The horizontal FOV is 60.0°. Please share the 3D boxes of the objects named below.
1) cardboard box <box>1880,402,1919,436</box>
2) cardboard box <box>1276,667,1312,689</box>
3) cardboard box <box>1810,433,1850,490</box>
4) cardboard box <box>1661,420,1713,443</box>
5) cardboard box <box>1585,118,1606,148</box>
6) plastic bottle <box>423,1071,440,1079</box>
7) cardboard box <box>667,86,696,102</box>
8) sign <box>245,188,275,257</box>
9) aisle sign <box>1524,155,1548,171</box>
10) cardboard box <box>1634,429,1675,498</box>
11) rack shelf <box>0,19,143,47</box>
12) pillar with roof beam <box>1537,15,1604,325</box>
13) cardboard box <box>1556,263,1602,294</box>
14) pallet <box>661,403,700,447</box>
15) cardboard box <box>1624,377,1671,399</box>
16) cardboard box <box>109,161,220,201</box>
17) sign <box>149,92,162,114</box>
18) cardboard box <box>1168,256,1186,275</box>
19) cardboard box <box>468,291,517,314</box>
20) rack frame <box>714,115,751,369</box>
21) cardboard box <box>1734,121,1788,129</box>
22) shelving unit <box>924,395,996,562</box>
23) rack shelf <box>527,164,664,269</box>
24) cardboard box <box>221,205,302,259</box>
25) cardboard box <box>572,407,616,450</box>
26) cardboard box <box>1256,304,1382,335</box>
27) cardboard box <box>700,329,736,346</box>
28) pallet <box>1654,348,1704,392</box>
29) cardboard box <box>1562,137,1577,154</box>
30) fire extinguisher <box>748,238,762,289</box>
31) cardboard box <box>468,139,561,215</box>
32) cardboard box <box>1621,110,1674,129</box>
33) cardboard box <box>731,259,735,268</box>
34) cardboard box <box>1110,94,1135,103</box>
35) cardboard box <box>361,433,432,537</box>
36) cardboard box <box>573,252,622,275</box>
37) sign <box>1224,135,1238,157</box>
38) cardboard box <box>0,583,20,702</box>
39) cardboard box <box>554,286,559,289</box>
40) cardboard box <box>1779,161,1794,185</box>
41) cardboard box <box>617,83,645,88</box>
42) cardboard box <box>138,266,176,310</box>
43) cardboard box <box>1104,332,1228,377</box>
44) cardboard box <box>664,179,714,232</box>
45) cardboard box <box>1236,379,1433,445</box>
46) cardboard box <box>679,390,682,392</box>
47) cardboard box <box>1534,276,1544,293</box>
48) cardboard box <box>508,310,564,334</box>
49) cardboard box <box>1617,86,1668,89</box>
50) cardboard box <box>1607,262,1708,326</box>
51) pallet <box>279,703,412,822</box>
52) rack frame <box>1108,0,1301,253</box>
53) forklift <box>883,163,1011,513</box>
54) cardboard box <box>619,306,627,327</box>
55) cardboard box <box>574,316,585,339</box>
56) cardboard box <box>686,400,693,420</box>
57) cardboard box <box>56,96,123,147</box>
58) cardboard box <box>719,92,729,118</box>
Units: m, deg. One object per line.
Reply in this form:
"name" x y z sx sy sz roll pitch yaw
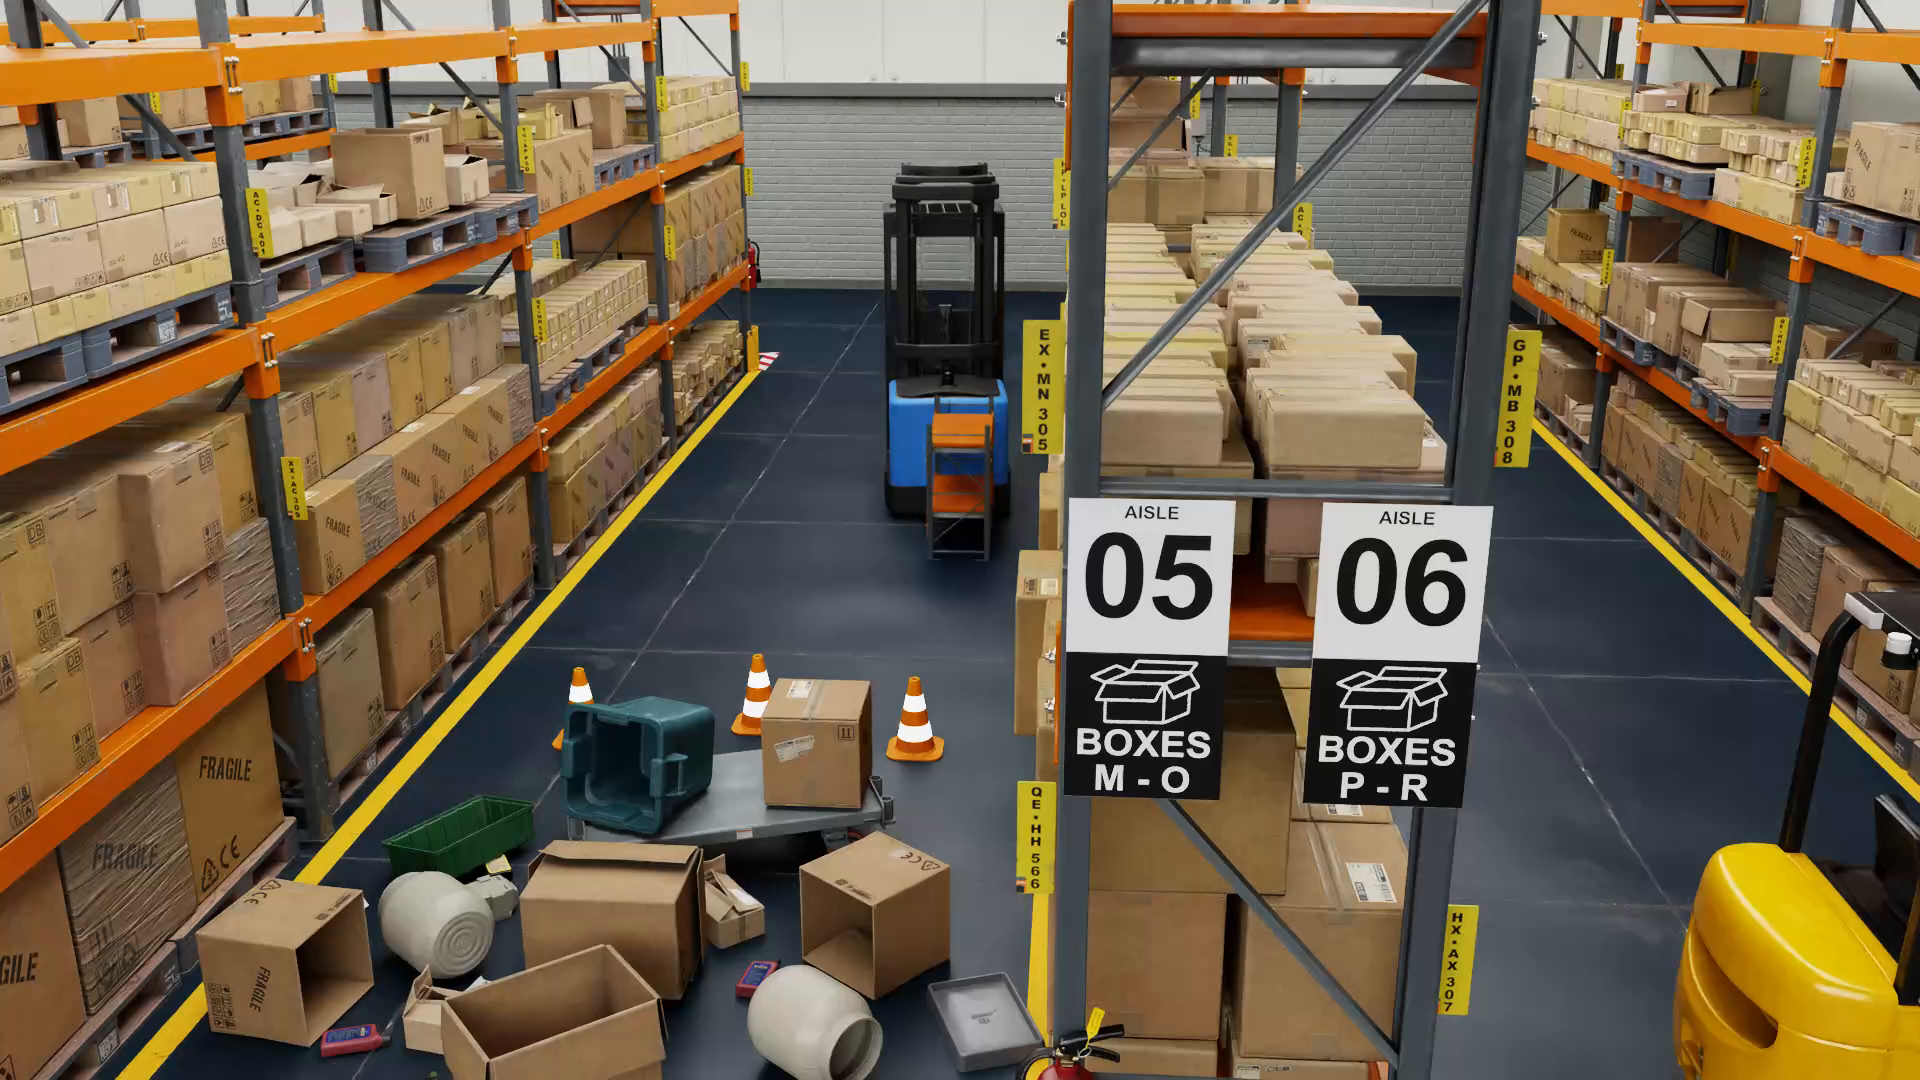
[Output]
"cardboard box" 5.878 -0.737 10.152 0.380 0.149 0.250 2 18 5
"cardboard box" 1.160 0.693 6.352 0.500 0.500 0.500 1 18 3
"cardboard box" 5.960 -0.515 10.918 0.500 0.250 0.500 1 18 3
"cardboard box" 6.241 -0.925 14.225 0.380 0.149 0.250 2 18 6
"cardboard box" 6.375 -3.930 16.044 0.500 0.250 0.500 1 18 2
"plastic bottle" -2.205 2.289 6.838 0.133 0.061 0.283 -5 19 -15
"cardboard box" -2.928 -4.579 17.061 0.380 0.149 0.250 2 18 7
"sign" -3.353 -1.518 7.963 0.100 0.325 0.005 1 18 4
"aisle sign" 6.562 -4.622 19.038 0.394 0.787 0.004 1 18 4
"cardboard box" 6.235 -0.663 14.469 0.500 0.500 0.500 1 18 2
"rack shelf" -8.416 -4.146 13.921 1.077 0.370 4.000 1 18 4
"pillar with roof beam" 3.648 -7.124 21.211 9.100 9.000 0.400 1 18 4
"cardboard box" 6.426 -2.661 16.990 0.500 0.250 0.500 1 18 4
"pallet" -3.320 -1.190 17.216 1.003 0.211 1.213 1 18 4
"cardboard box" 6.301 -1.391 15.172 0.380 0.149 0.250 0 18 1
"cardboard box" -3.615 -1.632 7.558 0.380 0.149 0.250 1 18 3
"sign" -7.731 -4.259 15.952 0.100 0.325 0.005 1 18 4
"cardboard box" 0.734 -1.107 7.430 0.500 0.250 0.500 1 18 3
"cardboard box" -3.947 -1.990 13.953 0.380 0.149 0.250 2 18 7
"rack frame" -3.046 -3.548 19.934 1.000 3.000 0.127 1 18 4
"cardboard box" 6.514 -3.315 13.497 0.380 0.149 0.250 1 18 4
"shelving unit" 0.011 -0.525 13.718 0.538 1.125 1.048 1 18 3
"rack shelf" -3.476 -2.768 13.892 1.077 0.370 4.000 1 18 4
"cardboard box" -3.614 -1.612 8.588 0.258 0.266 0.396 1 18 3
"cardboard box" -3.244 -0.951 14.144 0.500 0.250 0.500 1 18 4
"cardboard box" 1.177 -0.680 5.487 0.380 0.149 0.250 2 18 5
"cardboard box" -2.798 -2.345 19.212 0.380 0.149 0.250 1 18 3
"pallet" 6.411 -1.388 13.649 1.003 0.211 1.213 1 18 4
"cardboard box" 6.375 -4.020 16.961 0.380 0.149 0.250 2 18 5
"fire extinguisher" -2.568 -3.402 20.211 0.296 0.674 0.183 1 18 4
"cardboard box" -3.313 -2.708 12.392 0.500 0.500 0.500 1 18 4
"cardboard box" 6.104 -3.728 14.758 0.380 0.149 0.250 2 18 6
"cardboard box" -2.843 -3.245 19.411 0.380 0.149 0.250 1 18 4
"cardboard box" 1.259 -3.632 14.537 0.500 0.500 0.500 1 18 3
"cardboard box" -3.526 -0.338 9.977 0.500 0.500 0.500 1 18 4
"cardboard box" -3.580 -2.651 16.558 0.500 0.500 0.500 1 18 4
"sign" 1.866 -2.643 11.523 0.100 0.325 0.005 1 18 4
"cardboard box" -4.005 0.379 5.975 0.875 0.550 0.550 1 18 4
"cardboard box" -3.854 -2.254 15.237 0.380 0.149 0.250 2 18 5
"cardboard box" 6.100 -2.614 11.866 0.380 0.149 0.250 1 18 3
"cardboard box" -3.437 -4.752 17.589 0.380 0.149 0.250 2 18 6
"cardboard box" -3.648 -1.095 7.200 0.380 0.149 0.250 2 18 5
"cardboard box" 0.608 -0.533 5.037 0.380 0.149 0.250 1 18 4
"cardboard box" -2.930 -3.581 17.790 0.500 0.500 0.500 1 18 2
"cardboard box" 1.099 -0.302 4.972 0.500 0.250 0.500 1 18 3
"cardboard box" -3.059 -1.478 17.042 0.380 0.149 0.250 1 18 4
"cardboard box" 6.411 -2.745 17.886 0.380 0.149 0.250 1 18 2
"cardboard box" -3.355 -1.725 13.144 0.380 0.149 0.250 1 18 4
"cardboard box" 6.969 -4.472 16.895 0.500 0.250 0.500 1 18 4
"cardboard box" 6.305 -2.219 15.042 0.700 0.500 0.500 2 18 5
"pallet" -3.926 1.263 9.730 1.003 0.211 1.213 1 18 4
"rack frame" 1.038 -2.593 7.384 1.000 3.000 0.127 1 18 4
"forklift" -0.155 -2.032 15.417 1.130 2.935 3.031 -1 18 -2
"cardboard box" -3.220 -2.022 15.006 0.380 0.149 0.250 0 18 1
"cardboard box" -3.315 -1.754 13.709 0.380 0.149 0.250 1 18 4
"cardboard box" -2.967 -1.339 17.096 0.380 0.149 0.250 2 18 6
"cardboard box" -8.304 -3.940 15.478 0.700 0.500 0.500 2 18 5
"cardboard box" -2.861 -4.832 18.474 0.500 0.250 0.500 1 18 2
